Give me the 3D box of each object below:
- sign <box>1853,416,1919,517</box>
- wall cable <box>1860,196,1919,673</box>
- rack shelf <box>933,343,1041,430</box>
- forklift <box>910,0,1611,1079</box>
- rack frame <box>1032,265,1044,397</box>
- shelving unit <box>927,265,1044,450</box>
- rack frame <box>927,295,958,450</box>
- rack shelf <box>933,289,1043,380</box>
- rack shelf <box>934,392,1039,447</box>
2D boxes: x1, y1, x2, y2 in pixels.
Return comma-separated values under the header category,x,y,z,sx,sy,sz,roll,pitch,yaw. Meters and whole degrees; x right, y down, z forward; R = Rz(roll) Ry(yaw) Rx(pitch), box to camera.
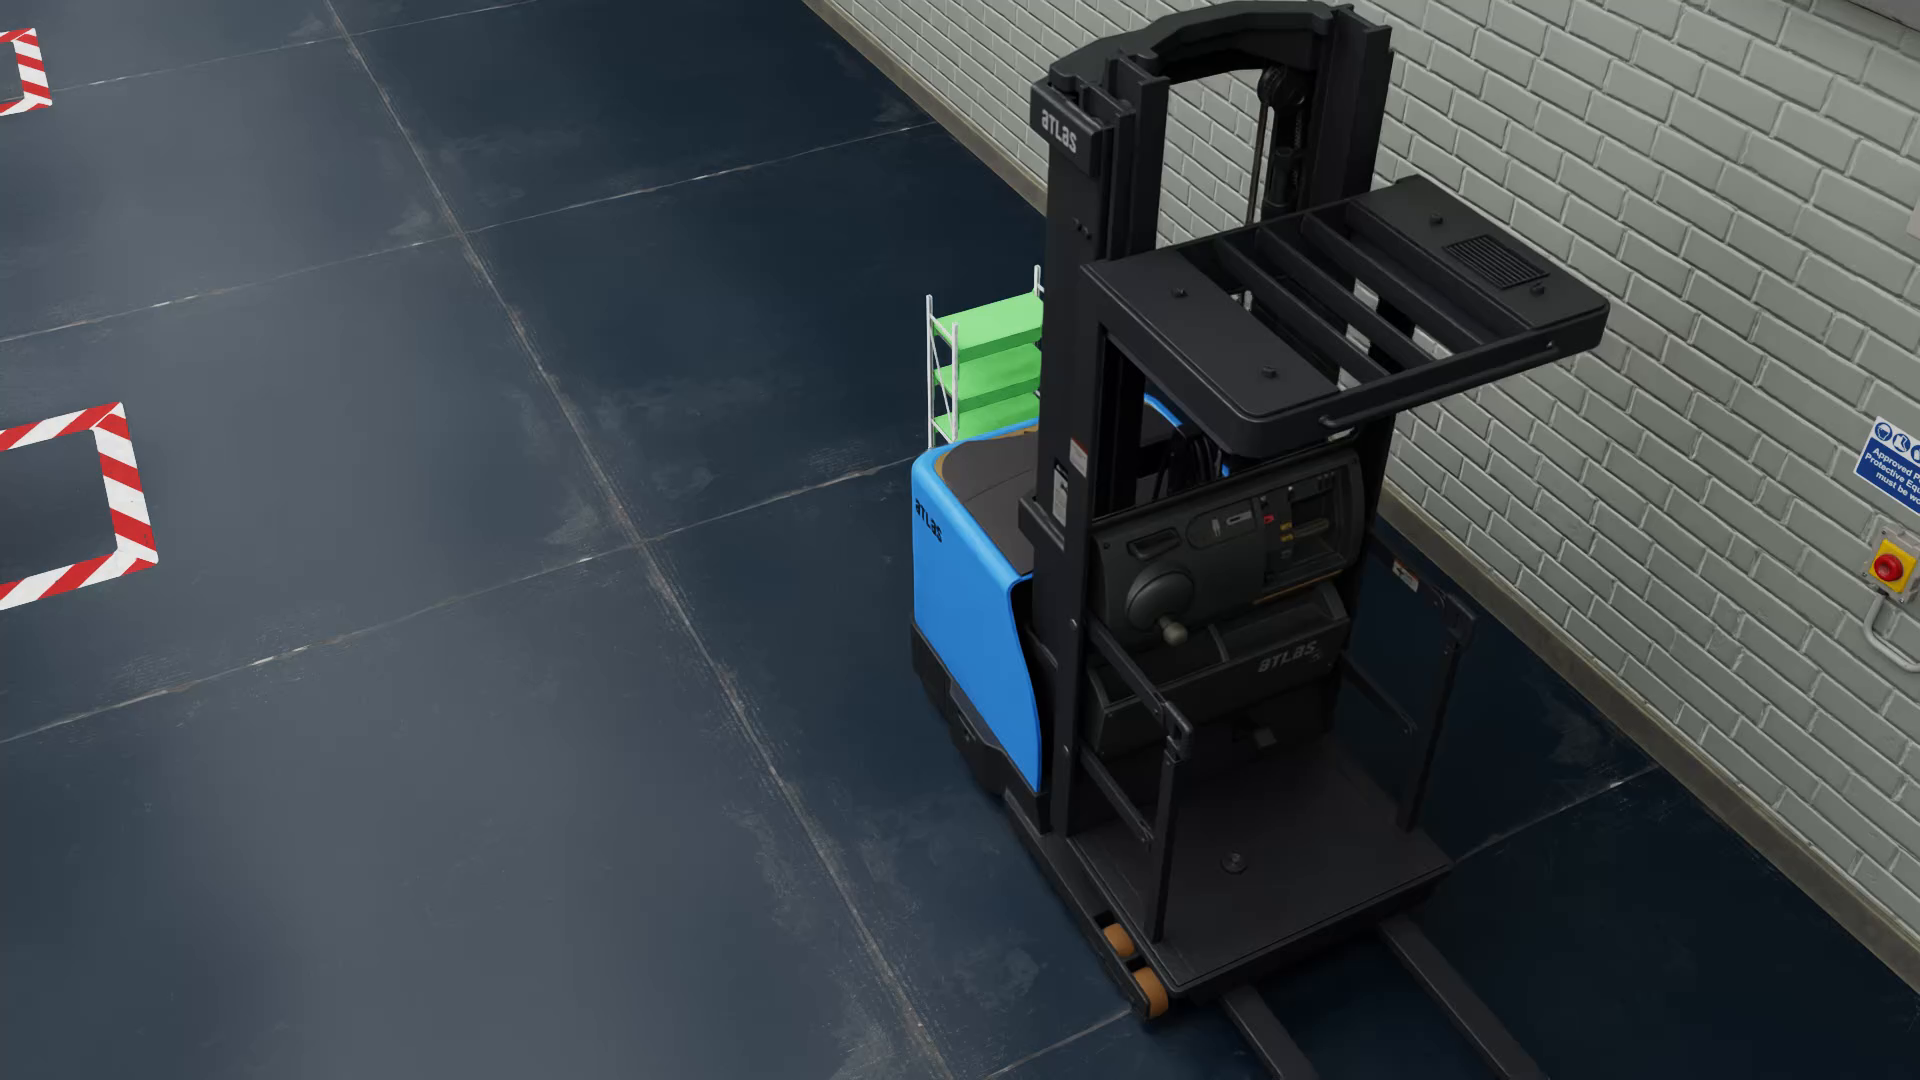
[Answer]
category,x,y,z,sx,sy,sz,roll,pitch,yaw
sign,2.832,-0.198,4.953,0.001,0.218,0.327,-19,44,-21
wall cable,2.800,-0.449,4.648,0.123,1.953,0.585,-19,44,-21
rack shelf,0.147,-0.642,6.807,0.480,0.148,0.258,-19,44,-21
forklift,0.924,0.104,4.858,1.130,2.935,3.031,-18,43,-20
rack frame,0.363,-0.580,7.007,0.015,1.200,0.240,-19,44,-21
shelving unit,0.147,-0.507,6.921,0.503,1.200,0.258,-19,44,-21
rack frame,-0.070,-0.435,6.835,0.015,1.200,0.240,-19,44,-21
rack shelf,0.147,-0.825,6.652,0.480,0.148,0.258,-19,44,-21
rack shelf,0.147,-0.459,6.962,0.480,0.148,0.258,-19,44,-21
